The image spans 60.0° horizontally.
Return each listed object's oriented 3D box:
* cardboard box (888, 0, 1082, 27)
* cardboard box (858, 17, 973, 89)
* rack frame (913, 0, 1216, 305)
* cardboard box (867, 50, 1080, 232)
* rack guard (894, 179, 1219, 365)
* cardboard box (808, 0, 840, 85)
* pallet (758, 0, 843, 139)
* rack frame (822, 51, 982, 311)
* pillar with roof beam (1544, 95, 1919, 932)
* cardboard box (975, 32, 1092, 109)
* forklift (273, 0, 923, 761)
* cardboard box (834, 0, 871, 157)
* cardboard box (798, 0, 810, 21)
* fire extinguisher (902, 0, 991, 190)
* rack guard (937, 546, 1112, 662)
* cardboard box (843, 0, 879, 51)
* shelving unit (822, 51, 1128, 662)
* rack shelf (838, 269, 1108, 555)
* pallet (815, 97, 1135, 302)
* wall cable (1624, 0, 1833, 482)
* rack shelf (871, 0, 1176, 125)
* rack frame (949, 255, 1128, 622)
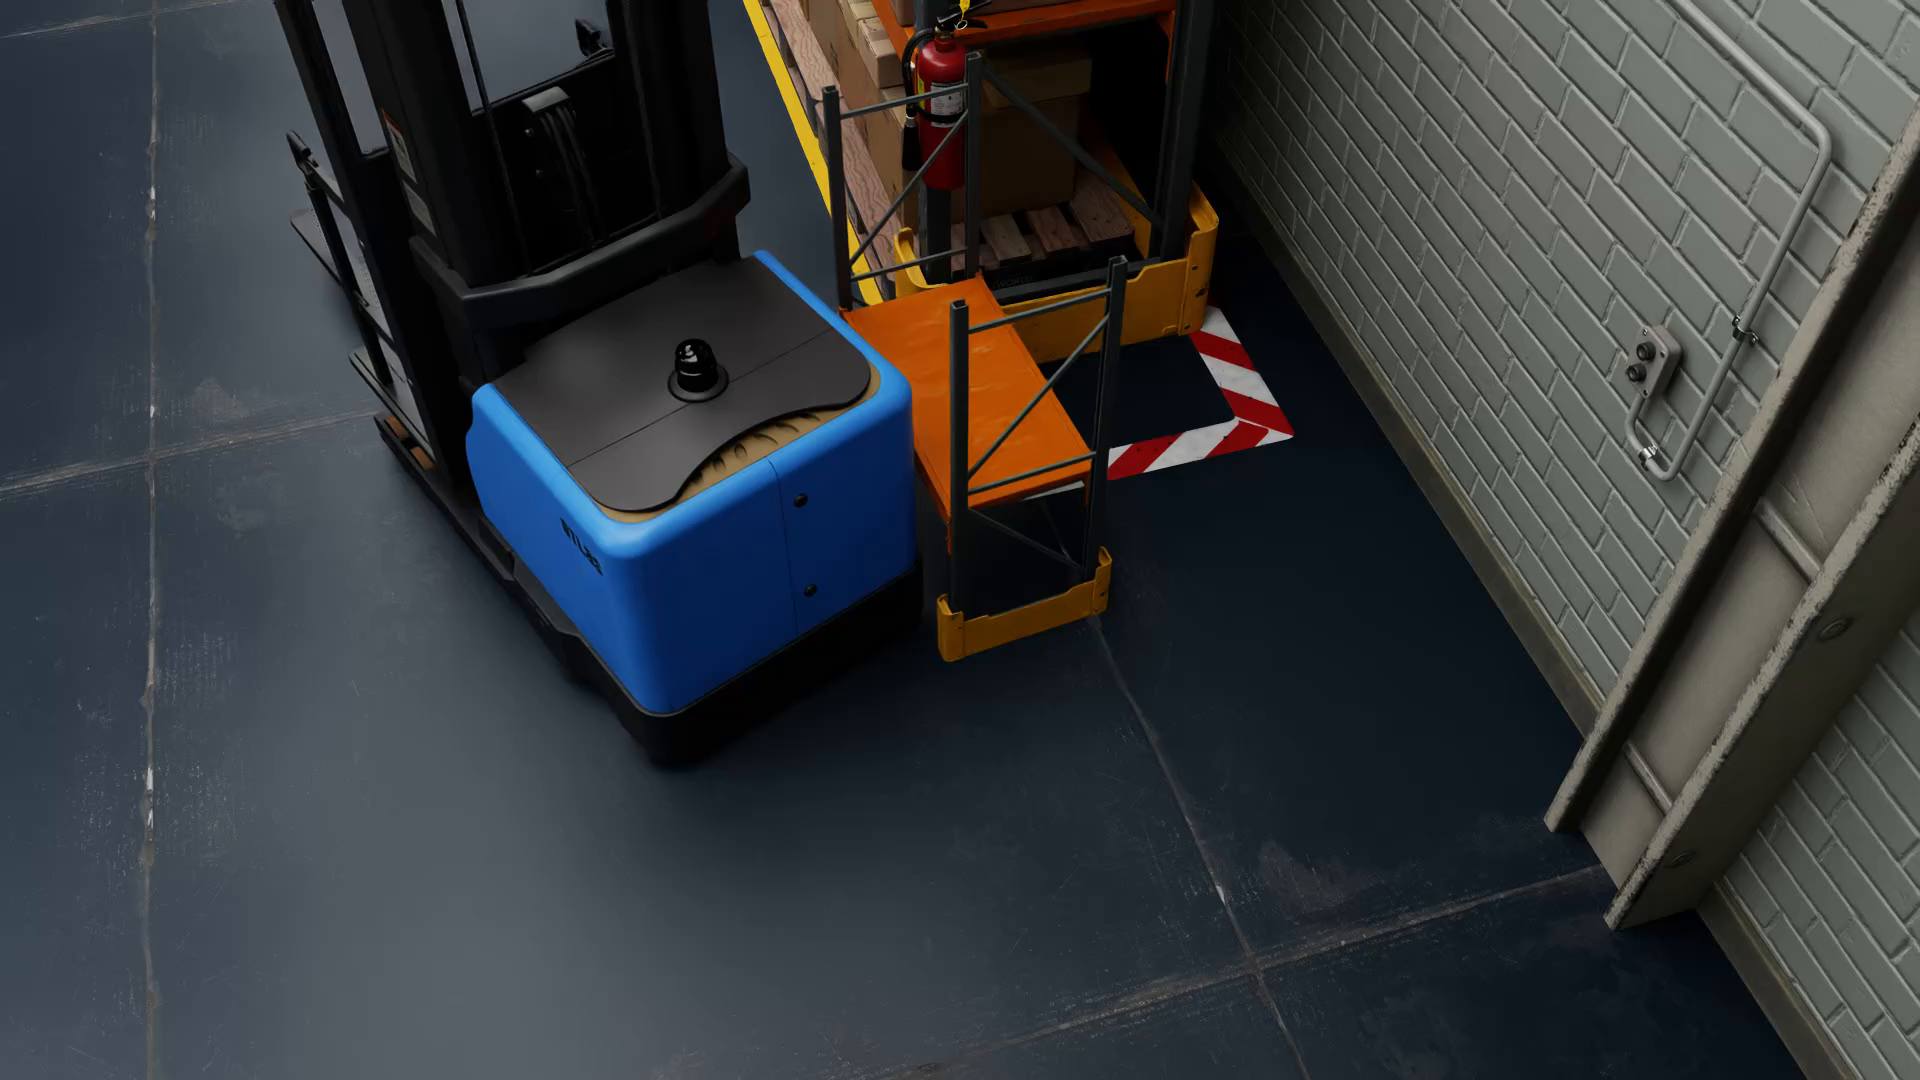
[{"bbox_3d":[0.186,-2.259,5.496,0.980,0.700,0.700,-11,51,-9],"label":"cardboard box"},{"bbox_3d":[-0.168,-1.872,6.302,0.380,0.149,0.250,-14,51,-11],"label":"cardboard box"},{"bbox_3d":[0.347,-1.792,5.299,1.000,3.000,0.127,-13,51,-11],"label":"rack frame"},{"bbox_3d":[0.044,-1.610,6.506,0.700,0.500,0.500,-13,51,-11],"label":"cardboard box"},{"bbox_3d":[0.354,-0.969,6.240,1.175,0.500,0.348,-13,51,-11],"label":"rack guard"},{"bbox_3d":[-0.253,-2.343,7.124,0.700,0.500,0.500,-15,51,-12],"label":"cardboard box"},{"bbox_3d":[-0.322,-2.349,7.592,1.003,0.211,1.213,-13,51,-11],"label":"pallet"},{"bbox_3d":[-0.172,-0.915,5.540,0.500,1.500,0.032,-17,52,-14],"label":"rack frame"},{"bbox_3d":[-2.141,-0.976,0.687,9.100,9.000,0.400,-13,51,-11],"label":"pillar with roof beam"},{"bbox_3d":[0.272,-1.773,6.219,0.380,0.149,0.250,-13,51,-11],"label":"cardboard box"},{"bbox_3d":[-1.433,-1.344,4.966,1.130,2.935,3.031,-31,57,-24],"label":"forklift"},{"bbox_3d":[-0.104,-1.976,6.814,0.700,0.500,0.500,-13,51,-11],"label":"cardboard box"},{"bbox_3d":[-0.418,-2.731,7.450,0.700,0.500,0.500,-12,51,-10],"label":"cardboard box"},{"bbox_3d":[-0.050,-1.432,5.290,0.296,0.674,0.183,-13,51,-11],"label":"fire extinguisher"},{"bbox_3d":[0.209,0.208,5.411,0.587,0.250,0.087,-17,52,-14],"label":"rack guard"},{"bbox_3d":[-0.244,-2.059,6.460,0.380,0.149,0.250,-12,51,-10],"label":"cardboard box"},{"bbox_3d":[0.022,-0.548,5.231,0.587,1.500,1.083,-17,52,-14],"label":"shelving unit"},{"bbox_3d":[0.019,-0.438,5.374,0.538,0.185,1.000,-17,52,-14],"label":"rack shelf"},{"bbox_3d":[0.035,-1.460,6.842,1.003,0.211,1.213,-13,51,-11],"label":"pallet"},{"bbox_3d":[1.629,-1.398,4.302,0.084,1.984,1.851,-13,51,-11],"label":"wall cable"},{"bbox_3d":[-0.245,-3.021,6.805,1.077,0.370,4.000,-13,51,-11],"label":"rack shelf"},{"bbox_3d":[0.209,-0.194,4.932,0.500,1.500,0.032,-17,52,-14],"label":"rack frame"}]
